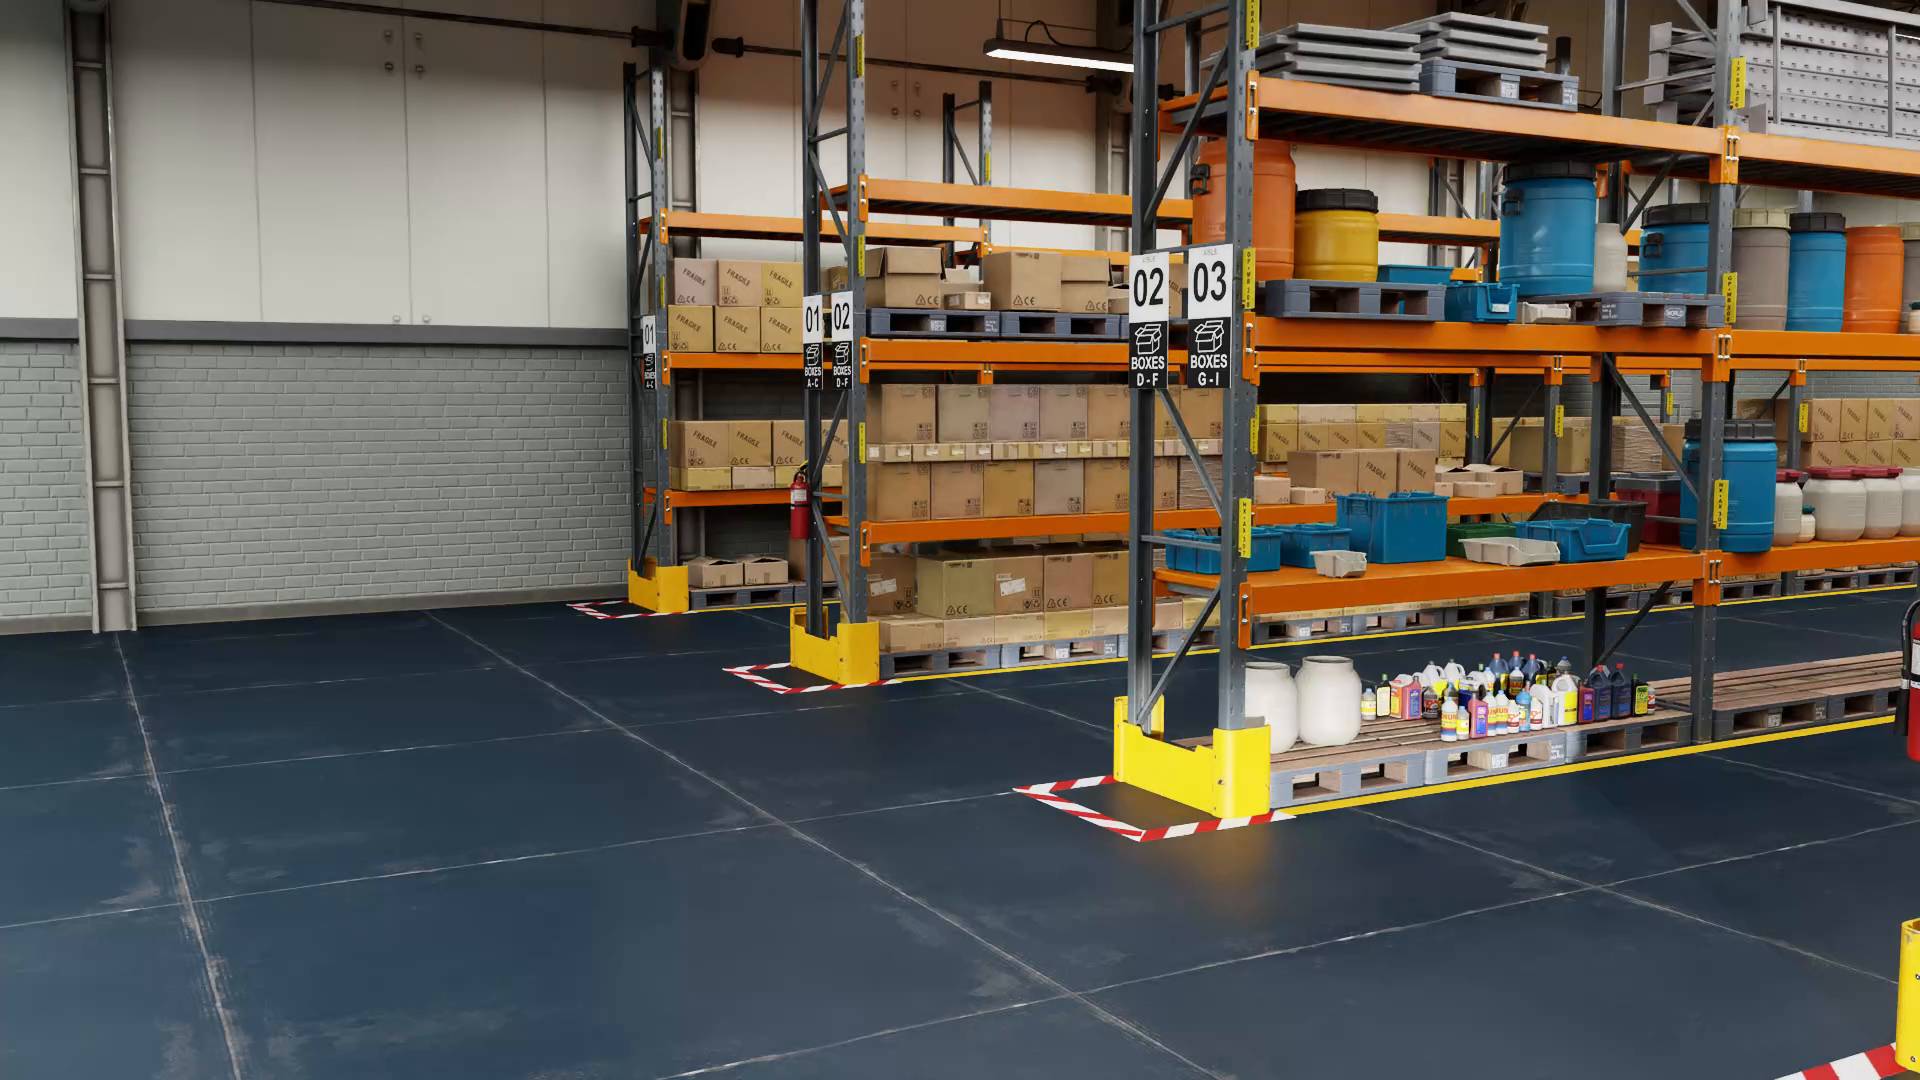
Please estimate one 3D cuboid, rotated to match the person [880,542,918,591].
[{"bbox_3d":[-0.596,0.005,17.139,0.440,1.645,0.903,4,6,37],"label":"person"}]
